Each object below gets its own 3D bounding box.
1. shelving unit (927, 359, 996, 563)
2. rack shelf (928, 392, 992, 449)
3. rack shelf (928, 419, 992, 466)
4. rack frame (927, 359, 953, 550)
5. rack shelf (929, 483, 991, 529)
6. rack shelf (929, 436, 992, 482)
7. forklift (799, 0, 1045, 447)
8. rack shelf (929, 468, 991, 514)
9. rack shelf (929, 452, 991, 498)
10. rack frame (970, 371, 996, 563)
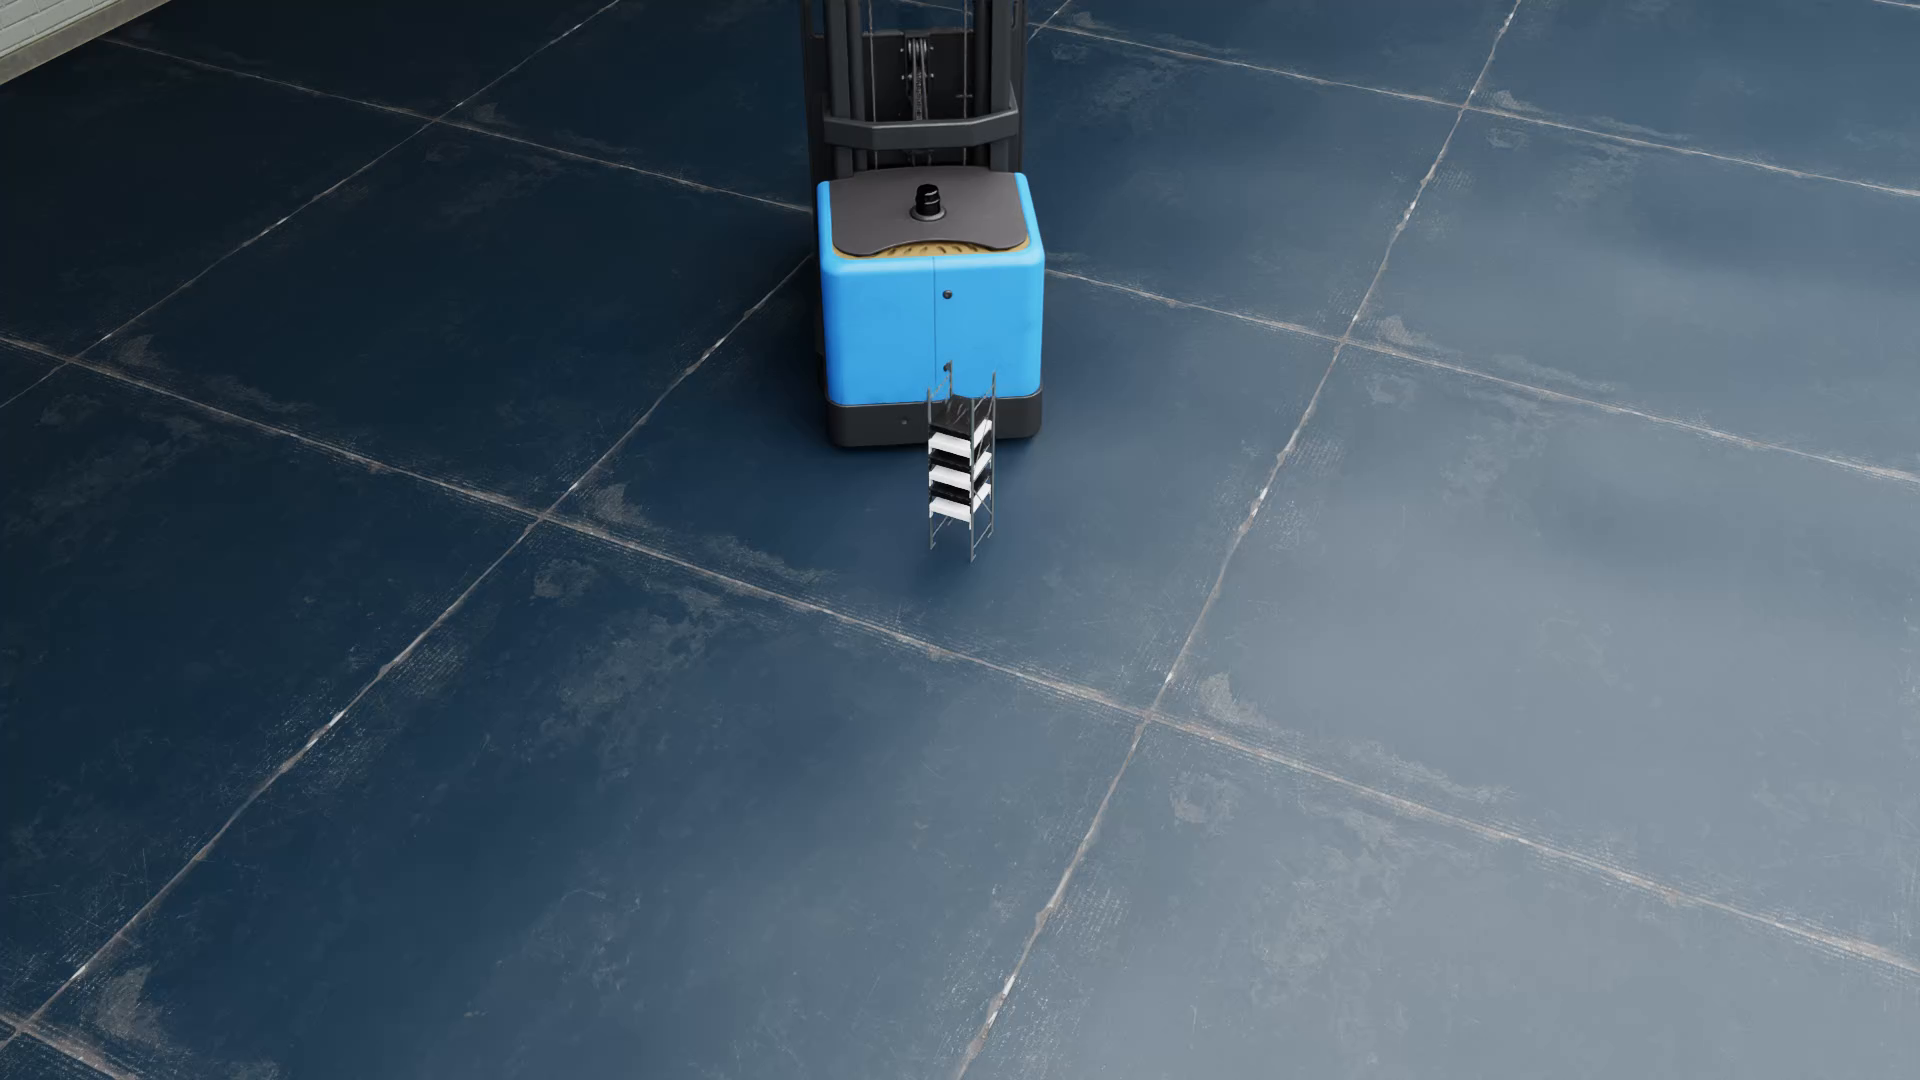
[{"bbox_3d":[0.007,-0.338,7.337,0.210,0.900,0.258,17,44,19],"label":"shelving unit"},{"bbox_3d":[0.007,-0.517,7.182,0.200,0.077,0.258,17,44,19],"label":"rack shelf"},{"bbox_3d":[0.007,-0.449,7.241,0.200,0.077,0.258,17,44,19],"label":"rack shelf"},{"bbox_3d":[-0.085,-0.366,7.369,0.006,0.900,0.240,17,44,19],"label":"rack frame"},{"bbox_3d":[0.007,-0.177,7.476,0.200,0.077,0.258,17,44,19],"label":"rack shelf"},{"bbox_3d":[0.007,-0.381,7.299,0.200,0.077,0.258,17,44,19],"label":"rack shelf"},{"bbox_3d":[-0.245,-2.516,8.299,1.130,2.935,3.031,-3,41,-4],"label":"forklift"},{"bbox_3d":[0.007,-0.245,7.417,0.200,0.077,0.258,17,44,19],"label":"rack shelf"},{"bbox_3d":[0.007,-0.313,7.358,0.200,0.077,0.258,17,44,19],"label":"rack shelf"},{"bbox_3d":[0.099,-0.310,7.304,0.006,0.900,0.240,17,44,19],"label":"rack frame"}]
